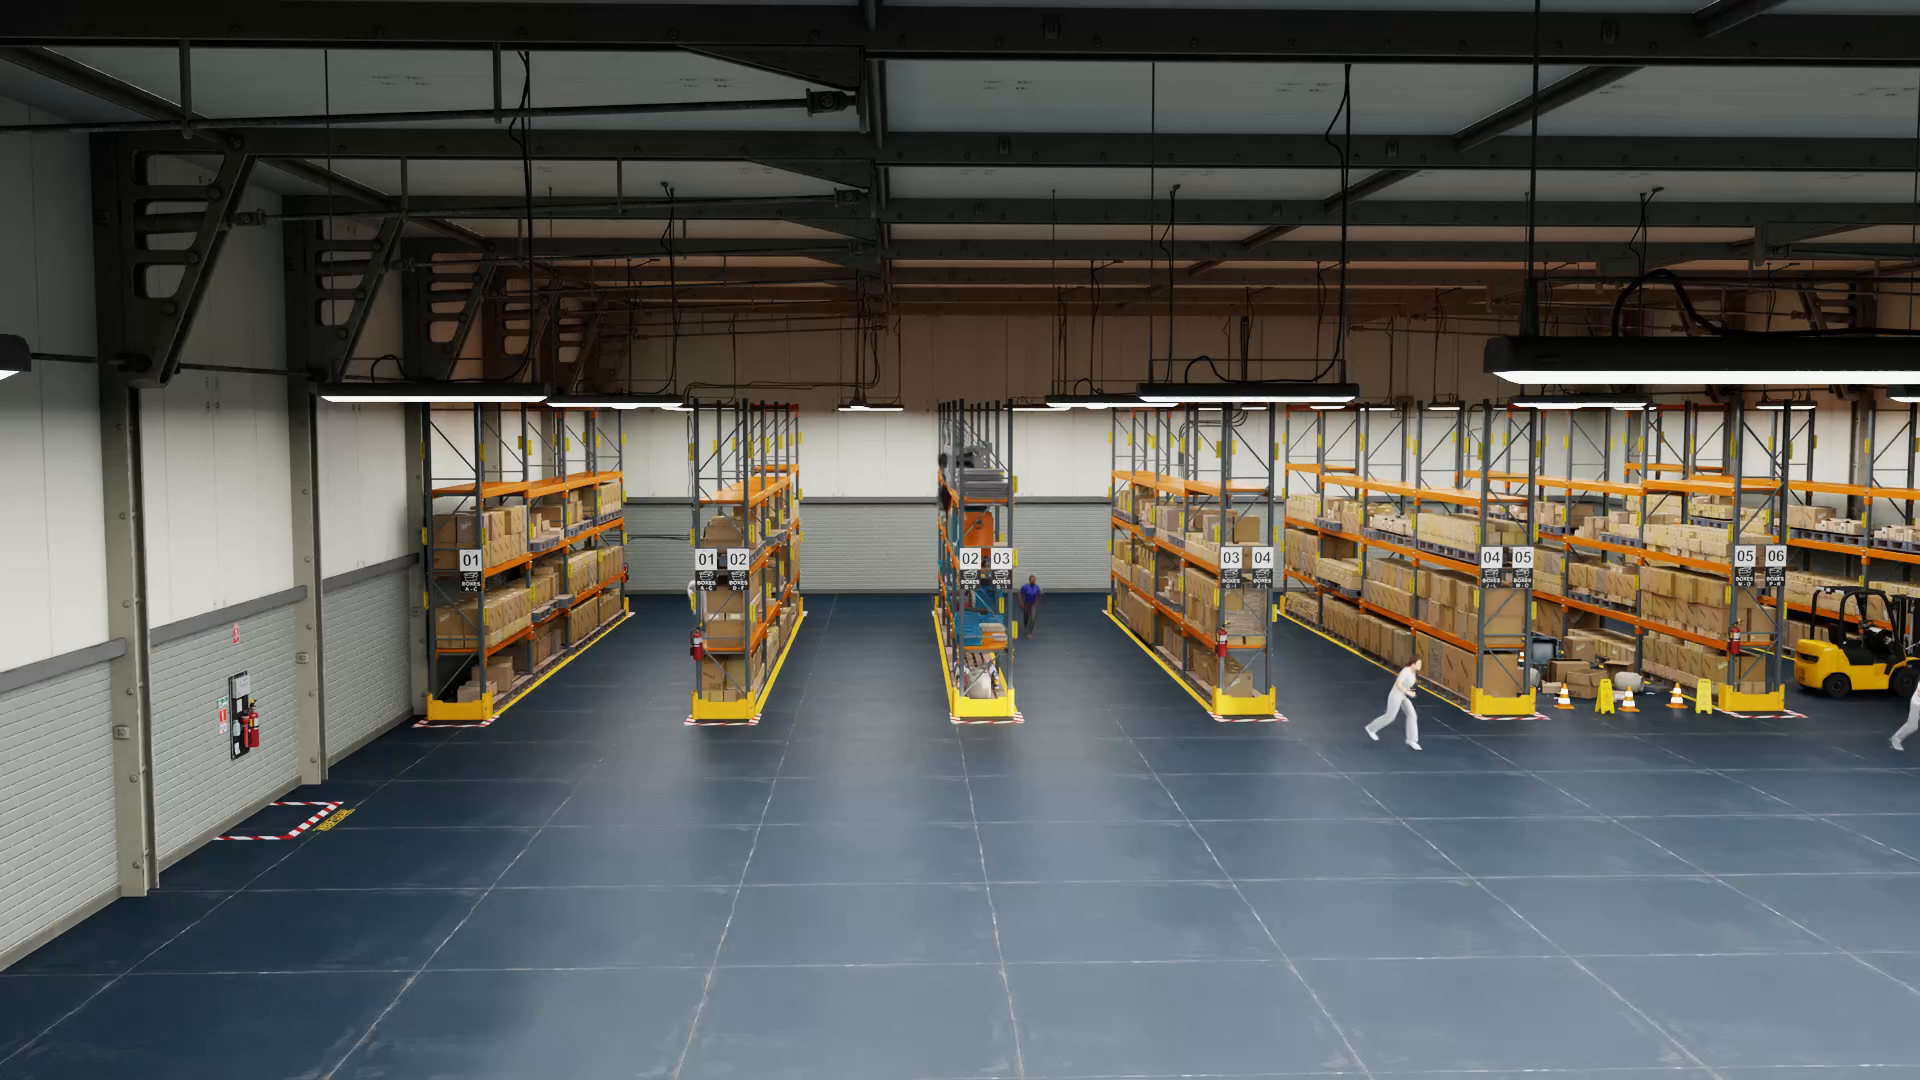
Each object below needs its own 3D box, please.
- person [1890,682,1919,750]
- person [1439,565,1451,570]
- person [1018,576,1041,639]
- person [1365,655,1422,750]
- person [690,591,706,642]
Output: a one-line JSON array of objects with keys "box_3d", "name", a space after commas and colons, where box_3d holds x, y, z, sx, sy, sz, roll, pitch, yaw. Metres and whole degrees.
[{"box_3d": [16.064, 2.819, 27.757, 0.707, 1.721, 1.022, -2, 5, -25], "name": "person"}, {"box_3d": [14.342, 1.206, 49.084, 0.537, 1.609, 0.573, 0, 4, 3], "name": "person"}, {"box_3d": [1.782, 1.713, 42.682, 0.597, 1.614, 0.695, -1, 4, -10], "name": "person"}, {"box_3d": [7.487, 2.769, 28.648, 1.005, 1.626, 0.601, 3, 5, 30], "name": "person"}, {"box_3d": [-6.475, 1.665, 41.699, 0.676, 1.783, 0.961, 0, 4, -5], "name": "person"}]
